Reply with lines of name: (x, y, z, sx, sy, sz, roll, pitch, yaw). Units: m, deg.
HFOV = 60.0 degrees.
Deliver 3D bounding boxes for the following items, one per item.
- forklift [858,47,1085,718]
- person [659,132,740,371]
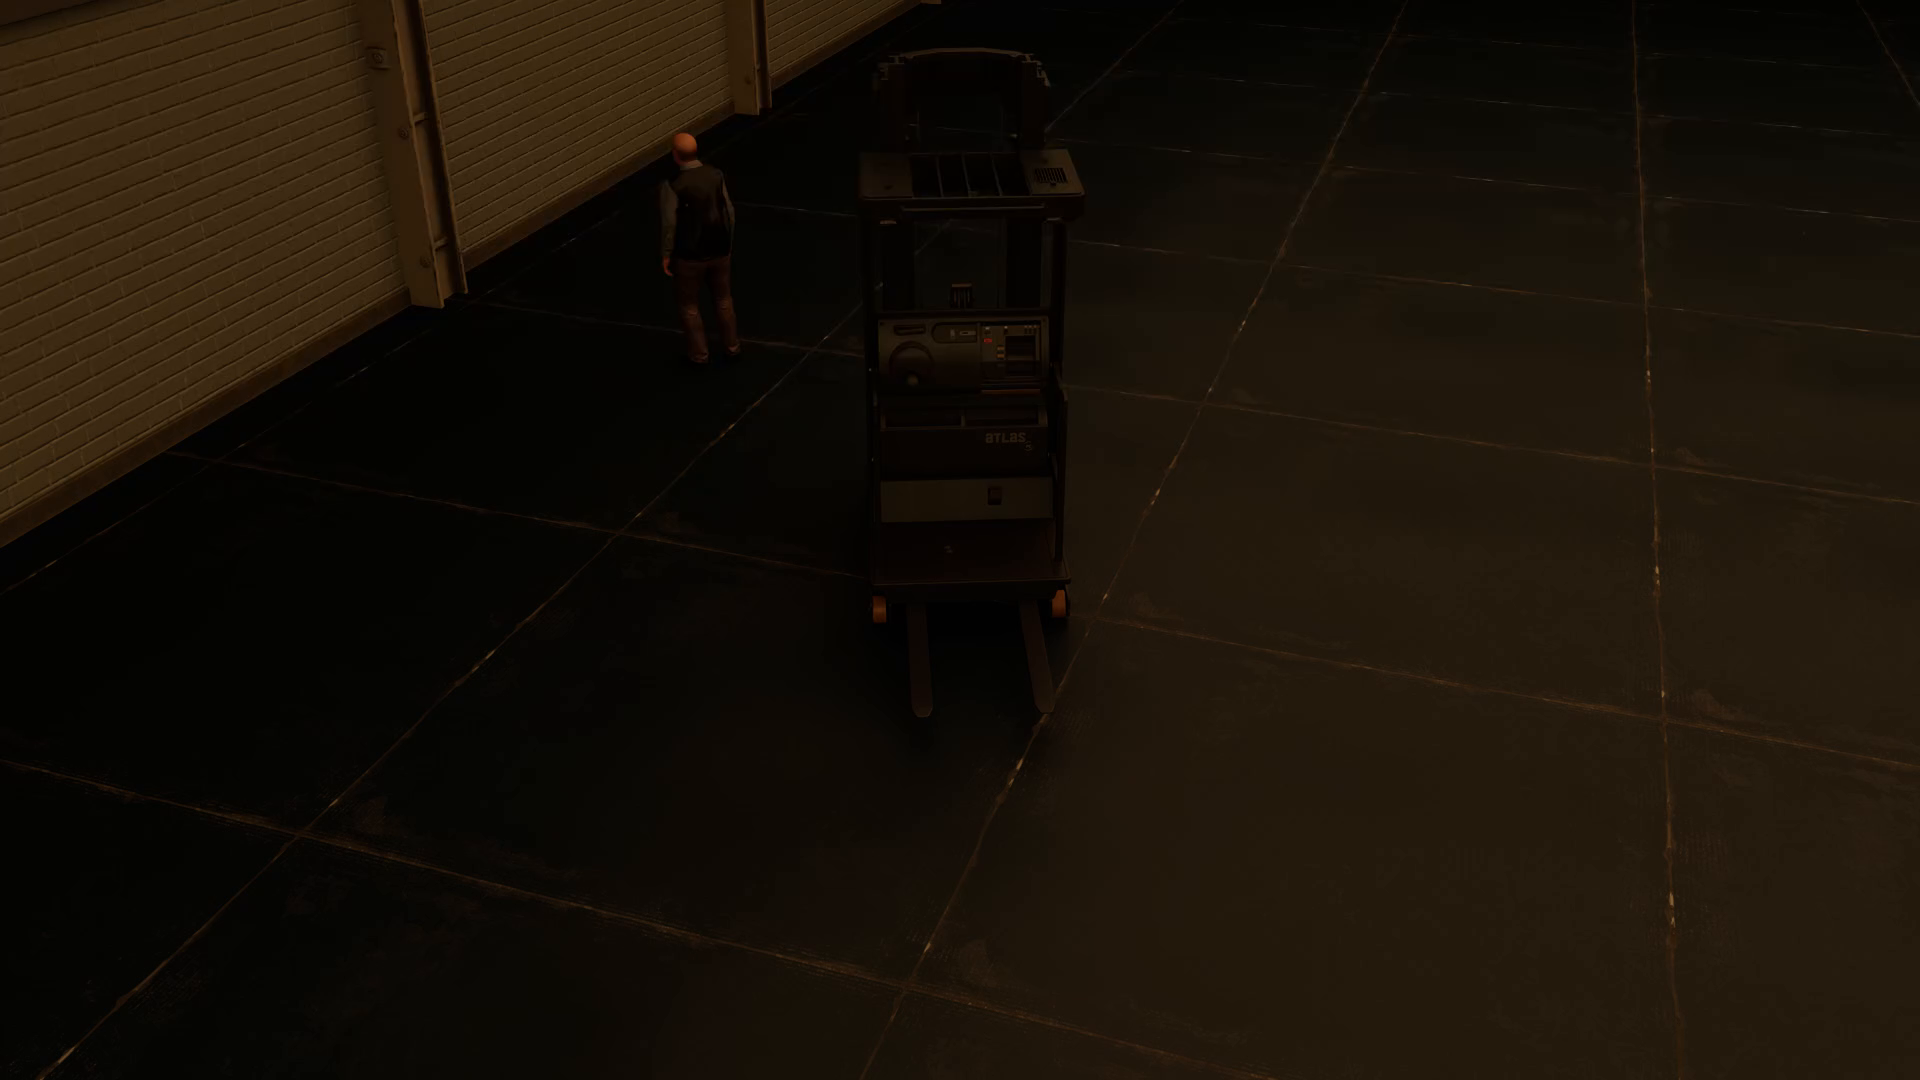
forklift: (0.035, -0.972, 8.842, 1.130, 2.935, 3.031, -2, 30, -3)
person: (-1.872, -2.069, 11.988, 0.589, 1.722, 0.415, -19, 35, -30)
